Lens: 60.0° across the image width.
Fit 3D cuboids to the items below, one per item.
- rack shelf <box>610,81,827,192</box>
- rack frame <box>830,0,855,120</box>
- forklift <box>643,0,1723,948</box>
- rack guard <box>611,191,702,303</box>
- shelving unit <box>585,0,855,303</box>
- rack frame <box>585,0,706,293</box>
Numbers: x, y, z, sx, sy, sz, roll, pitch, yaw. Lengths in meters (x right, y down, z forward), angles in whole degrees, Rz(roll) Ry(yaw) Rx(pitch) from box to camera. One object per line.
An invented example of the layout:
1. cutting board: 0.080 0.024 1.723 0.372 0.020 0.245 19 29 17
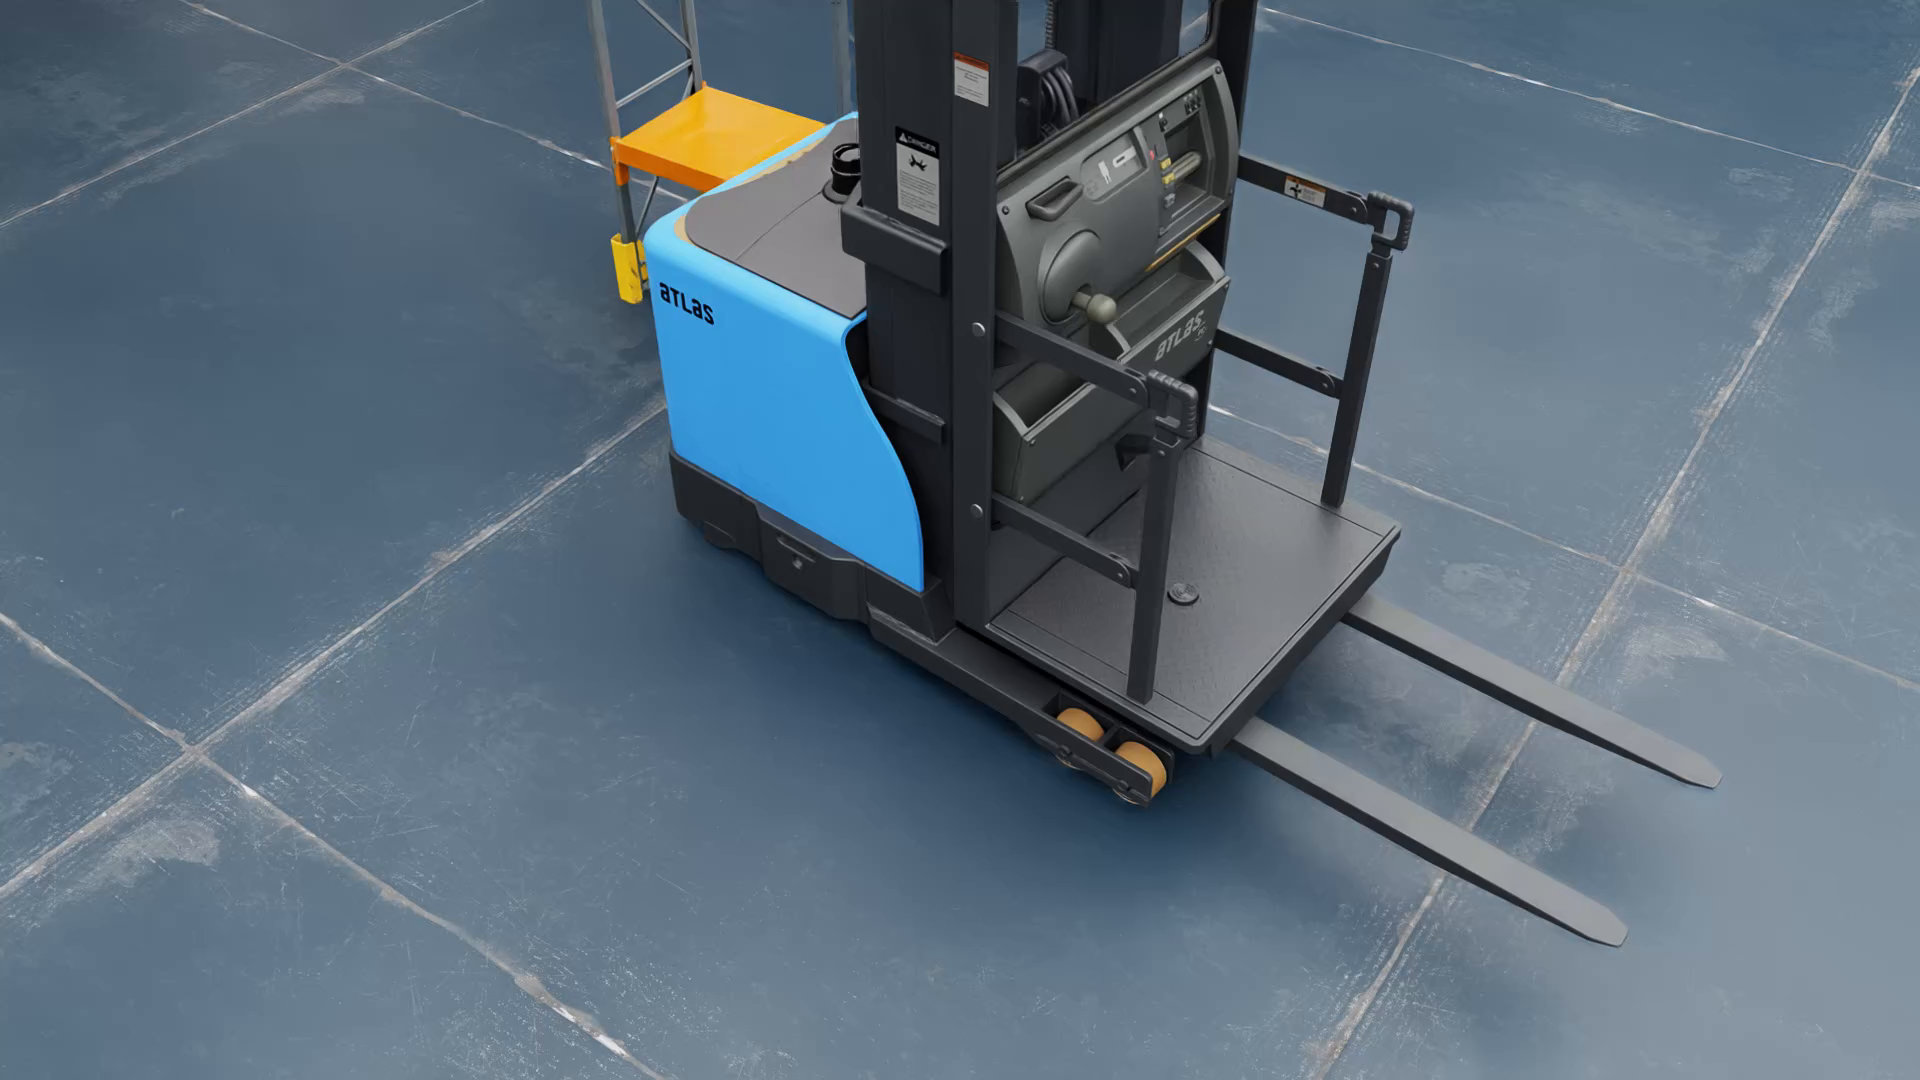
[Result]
1. rack shelf: -0.670 -1.309 5.857 1.000 0.185 0.538 23 47 24
2. rack frame: -0.241 -1.261 5.534 0.032 1.500 0.500 23 47 24
3. forklift: 0.563 -0.789 3.933 3.031 2.935 1.130 28 49 28
4. rack guard: -1.098 -1.158 6.357 0.087 0.250 0.587 23 47 24
5. shelving unit: -0.677 -1.446 5.741 1.083 1.500 0.587 23 47 24
6. rack frame: -1.099 -1.624 5.941 0.032 1.500 0.500 23 47 24
